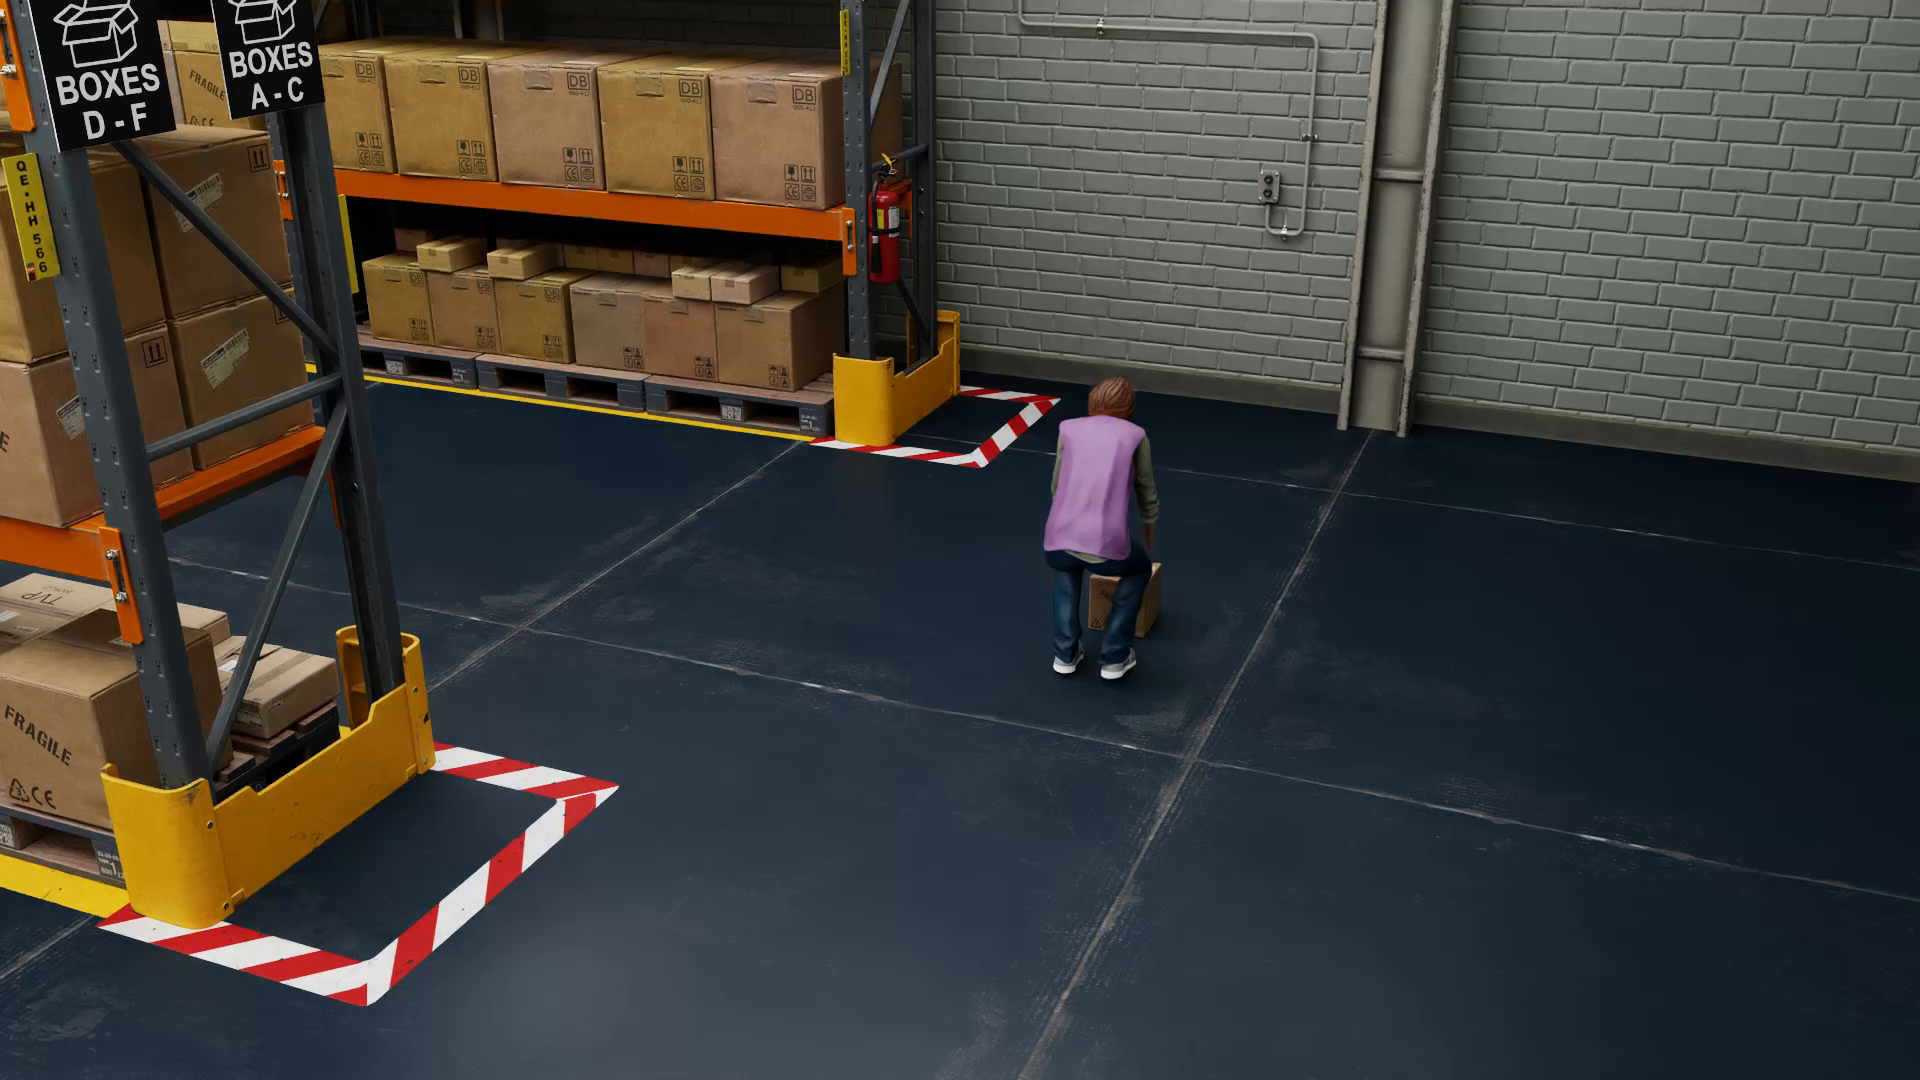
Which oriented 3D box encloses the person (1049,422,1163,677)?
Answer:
[{"bbox_3d":[0.617,0.010,6.881,0.398,0.980,0.871,8,24,18],"label":"person"}]
